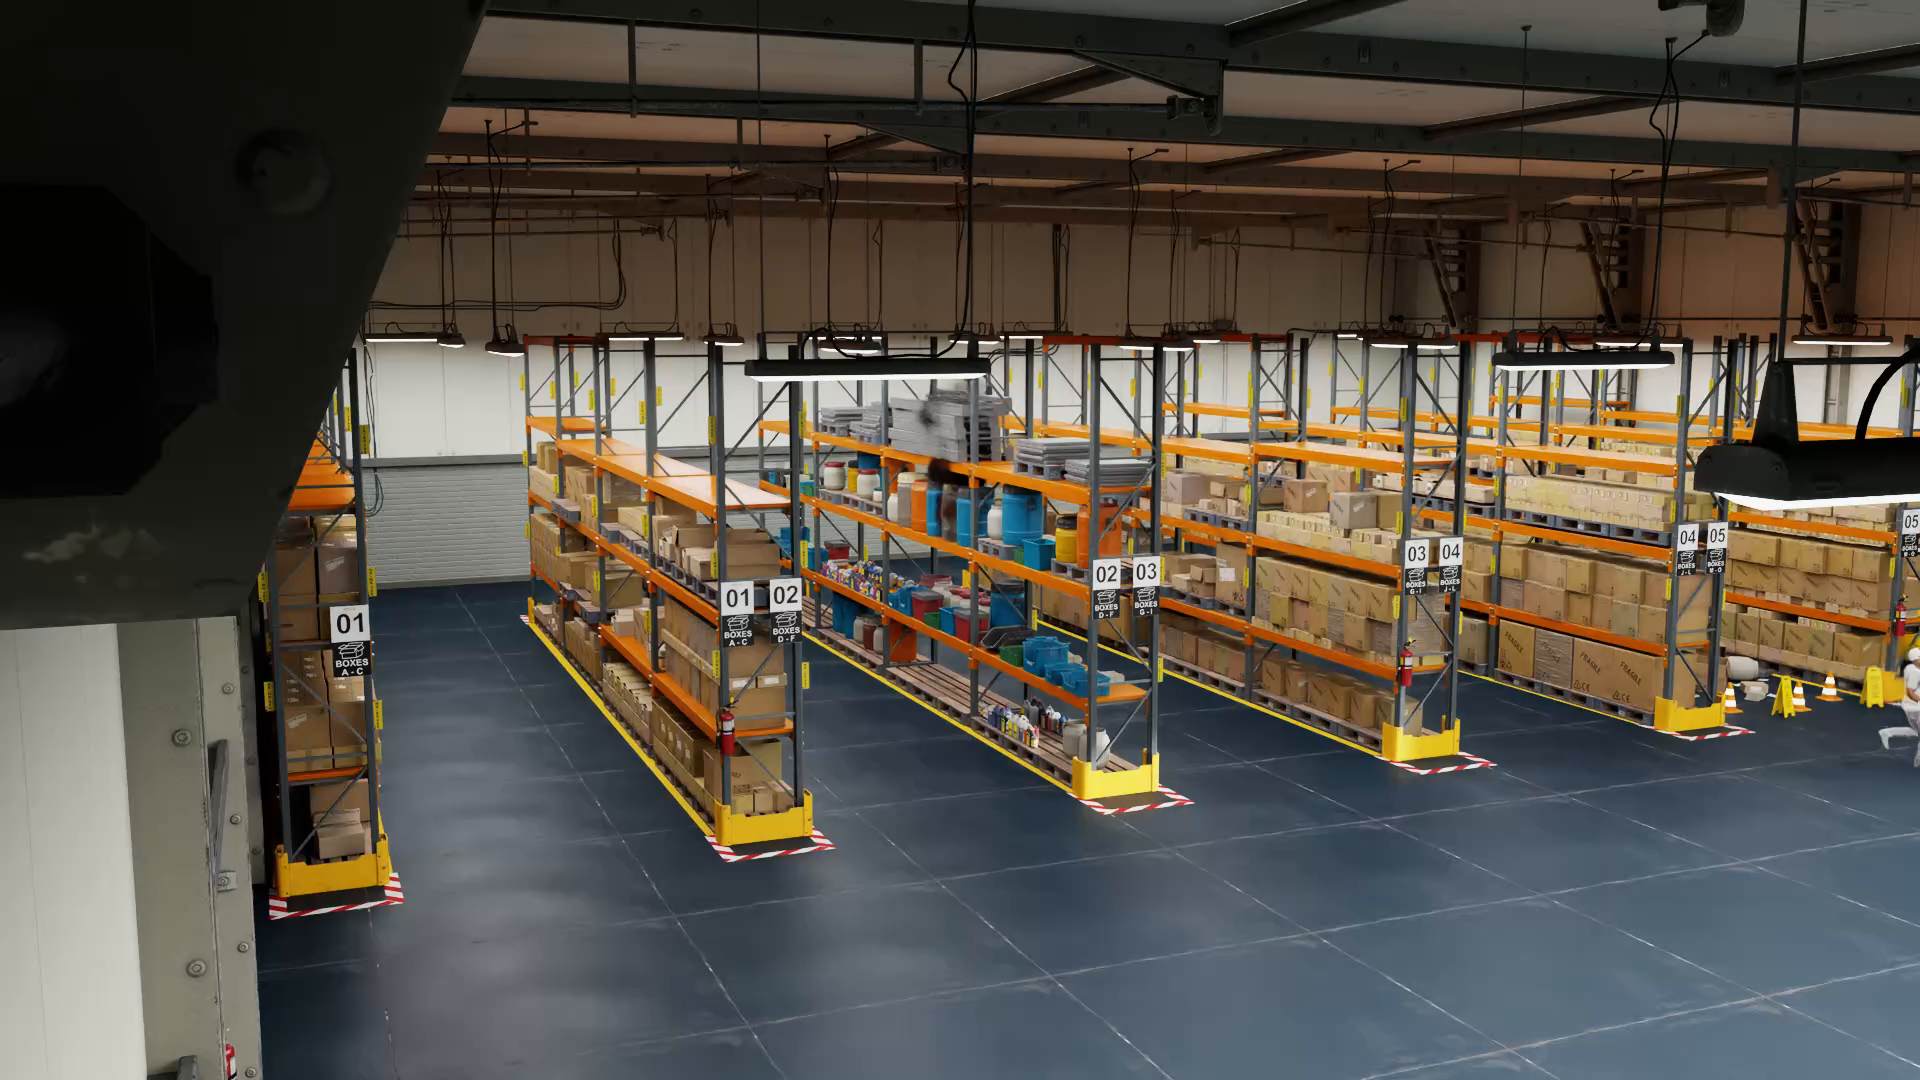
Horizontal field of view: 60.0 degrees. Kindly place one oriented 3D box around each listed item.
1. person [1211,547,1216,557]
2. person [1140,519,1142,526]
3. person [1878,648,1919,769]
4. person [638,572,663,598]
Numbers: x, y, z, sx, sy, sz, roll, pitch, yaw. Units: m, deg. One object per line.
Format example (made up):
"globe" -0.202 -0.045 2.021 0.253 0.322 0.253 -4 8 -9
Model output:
"person" 6.705 -0.260 43.372 0.582 1.658 0.920 7 10 42
"person" 4.100 0.325 38.707 0.673 1.729 0.604 -2 8 -17
"person" 13.455 2.375 23.510 0.758 1.736 0.697 3 8 21
"person" -6.695 0.784 35.450 0.532 1.710 0.797 4 9 29
